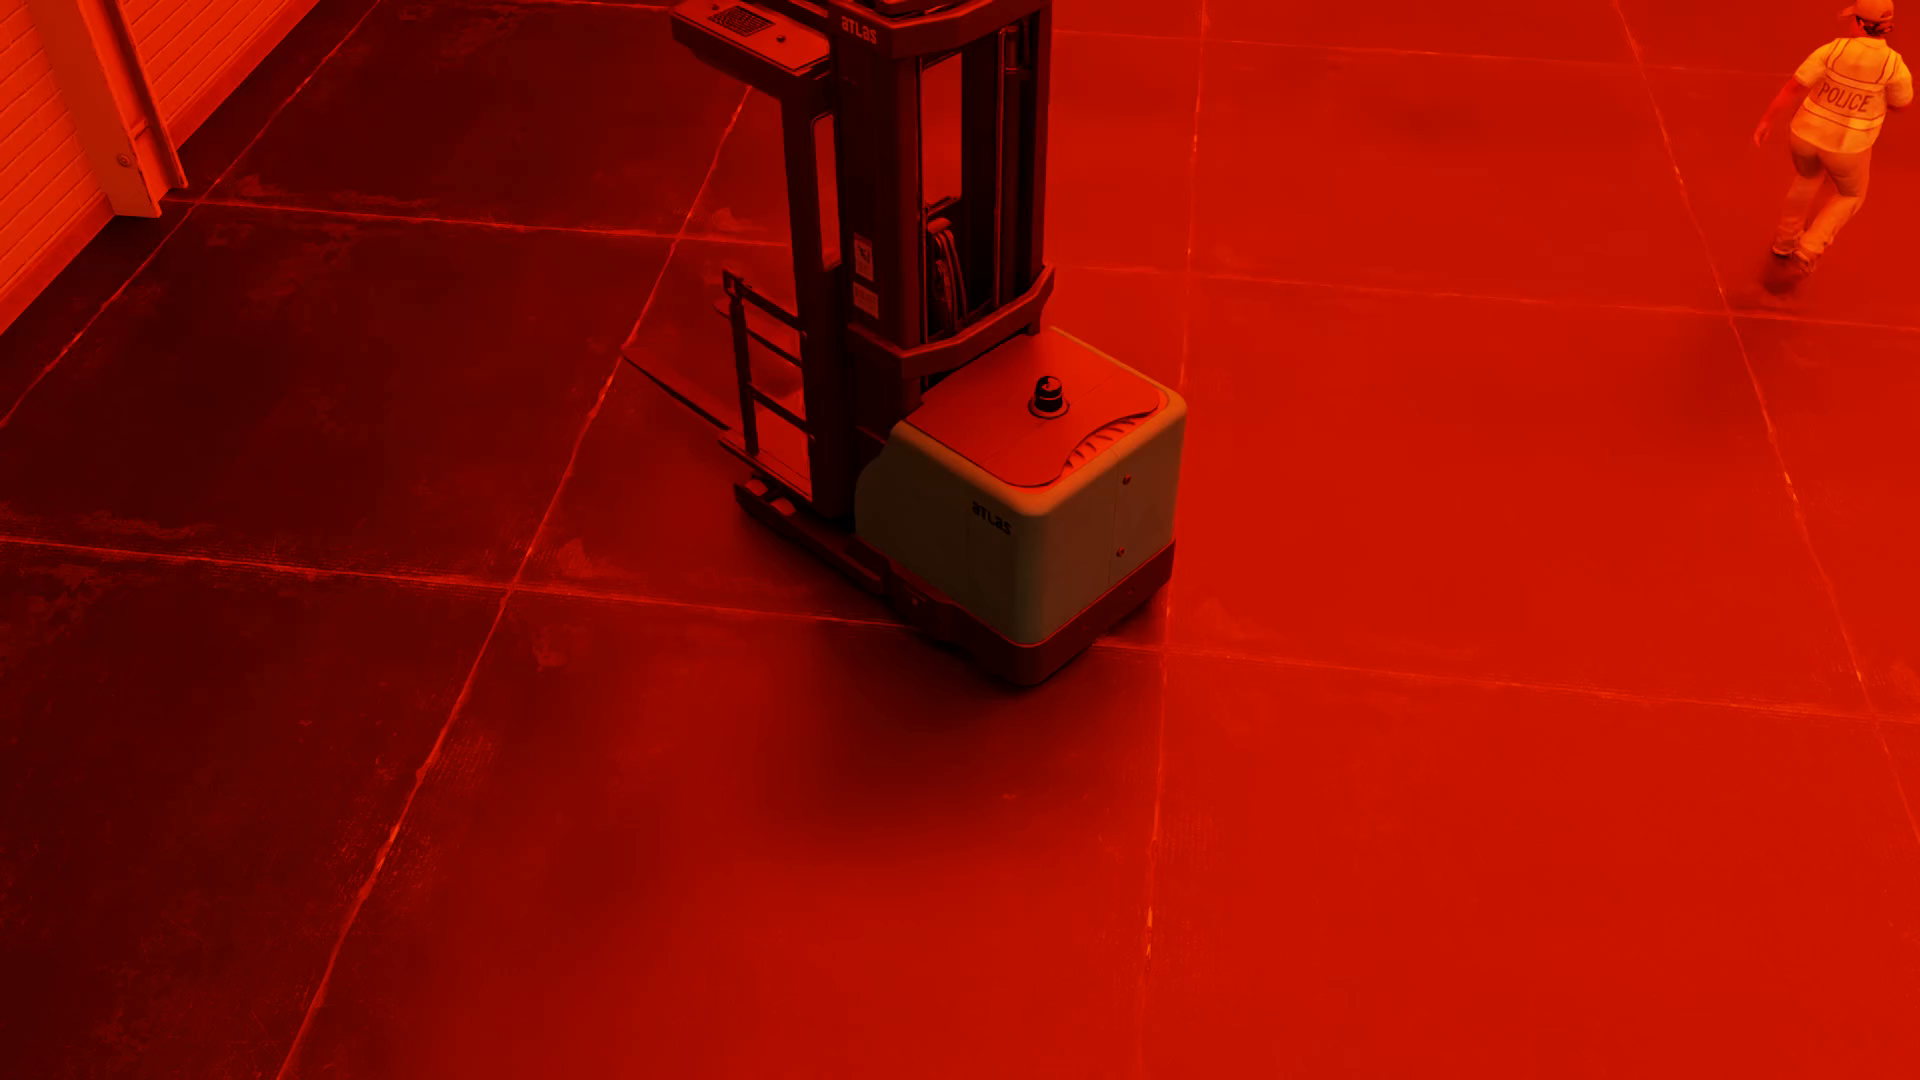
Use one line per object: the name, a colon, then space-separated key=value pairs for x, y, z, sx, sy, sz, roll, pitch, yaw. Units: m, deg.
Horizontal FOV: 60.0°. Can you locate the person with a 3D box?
person: x=4.788 y=-2.240 z=9.148 sx=0.576 sy=1.610 sz=0.642 roll=-32 pitch=51 yaw=-30

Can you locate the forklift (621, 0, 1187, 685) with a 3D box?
forklift: x=-0.439 y=-1.342 z=7.185 sx=3.031 sy=2.935 sz=1.130 roll=33 pitch=52 yaw=31
